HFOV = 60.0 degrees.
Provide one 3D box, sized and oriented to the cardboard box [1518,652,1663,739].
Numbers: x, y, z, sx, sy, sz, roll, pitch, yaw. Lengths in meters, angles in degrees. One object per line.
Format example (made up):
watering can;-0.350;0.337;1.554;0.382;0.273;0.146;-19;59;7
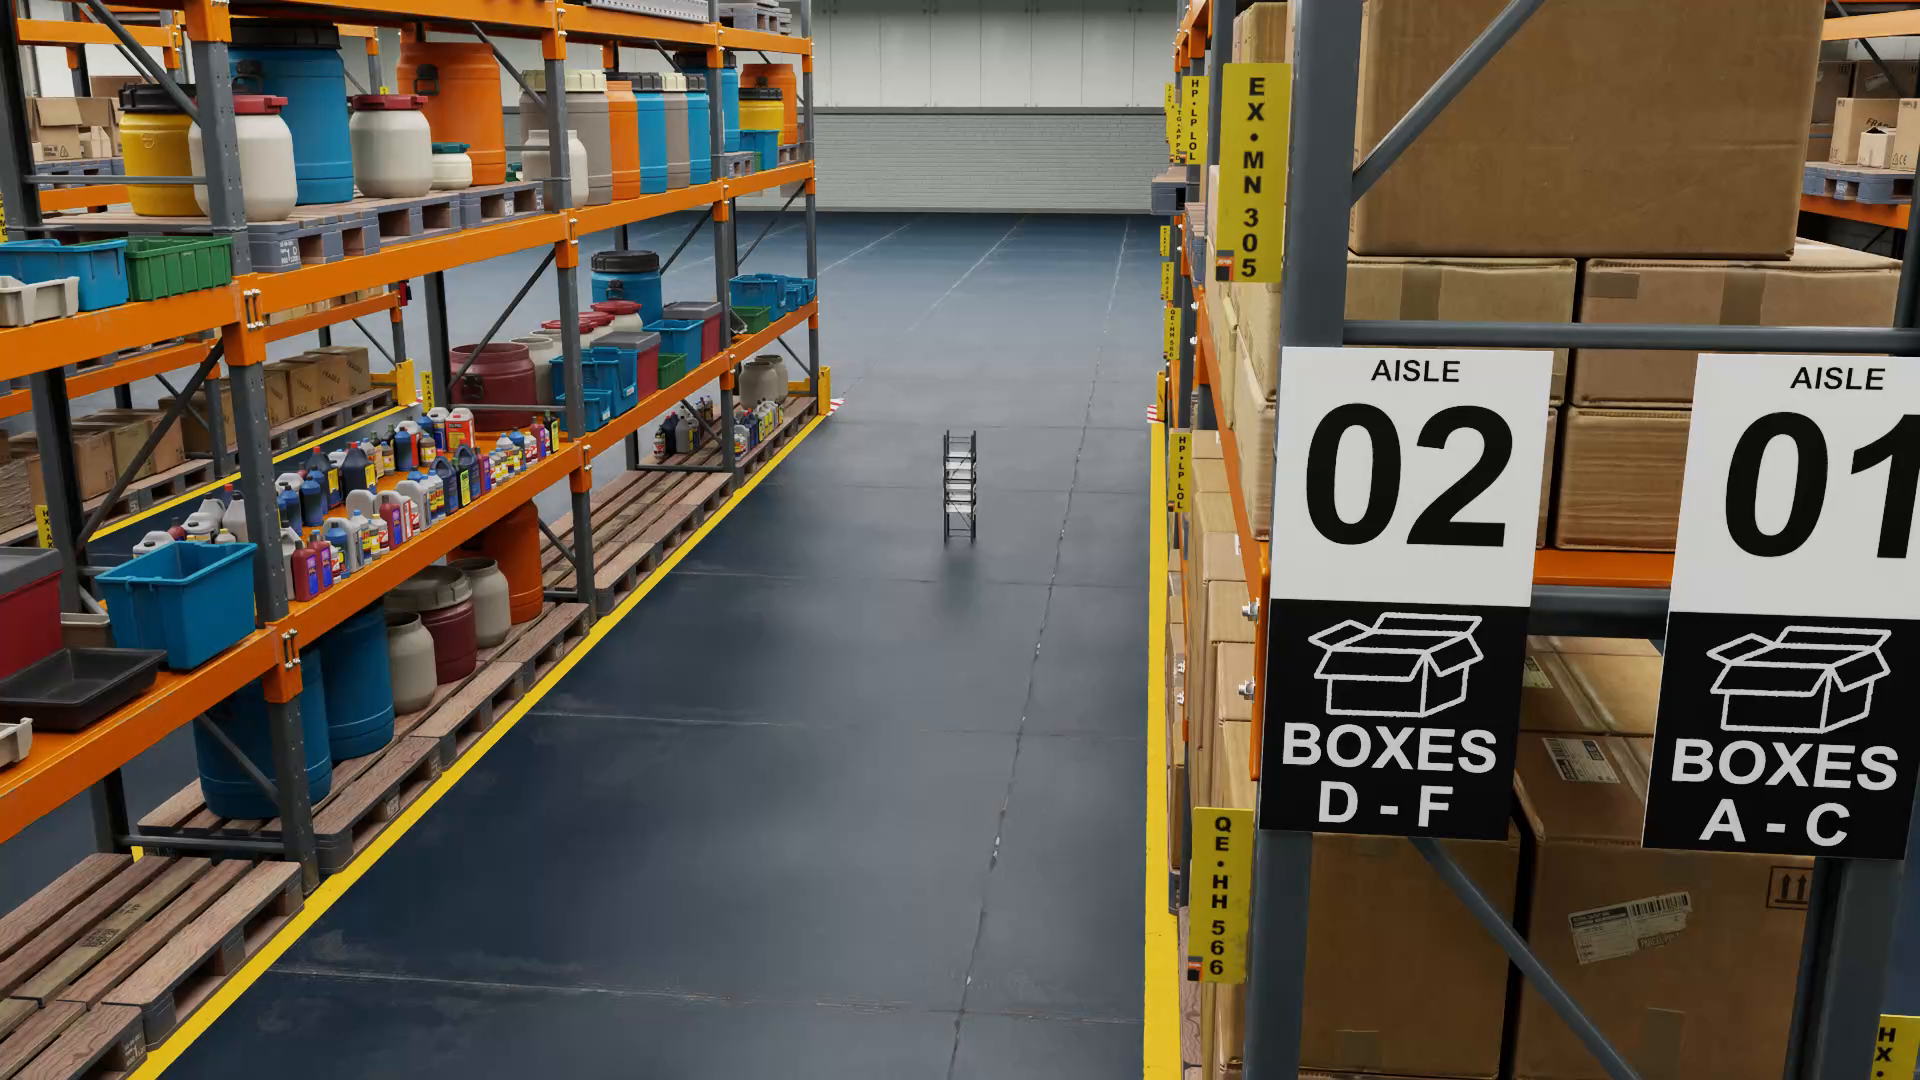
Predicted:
cardboard box;1.357;0.568;3.707;0.500;0.500;0.500;2;15;7

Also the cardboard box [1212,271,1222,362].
cardboard box;1.025;-0.693;5.018;0.500;0.250;0.500;2;15;6

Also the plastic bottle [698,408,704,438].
plastic bottle;-2.602;-1.166;16.589;0.061;0.283;0.133;2;15;6

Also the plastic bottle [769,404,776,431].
plastic bottle;-1.966;-1.262;16.958;0.152;0.276;0.135;1;15;5

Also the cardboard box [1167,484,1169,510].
cardboard box;1.996;-0.416;13.916;0.500;0.250;0.500;2;15;8

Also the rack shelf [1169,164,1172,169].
rack shelf;2.573;-3.390;16.082;1.077;0.370;4.000;2;15;6

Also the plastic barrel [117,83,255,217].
plastic barrel;-3.576;-1.826;7.758;0.600;0.588;0.600;0;15;0

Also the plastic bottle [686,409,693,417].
plastic bottle;-2.708;-1.166;16.601;0.152;0.276;0.135;2;15;7

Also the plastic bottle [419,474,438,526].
plastic bottle;-2.875;-0.218;8.970;0.097;0.271;0.097;0;15;0

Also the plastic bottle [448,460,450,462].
plastic bottle;-2.940;-0.366;9.491;0.061;0.283;0.133;2;15;6

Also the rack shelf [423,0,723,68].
rack shelf;-2.800;-3.754;12.450;1.077;0.370;4.000;2;15;6

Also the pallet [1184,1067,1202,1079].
pallet;1.231;2.146;5.320;1.003;0.211;1.213;2;15;6

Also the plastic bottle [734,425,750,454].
plastic bottle;-2.093;-0.969;15.874;0.152;0.276;0.135;2;15;8

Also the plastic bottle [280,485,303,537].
plastic bottle;-3.514;-0.153;8.729;0.097;0.271;0.097;0;15;0

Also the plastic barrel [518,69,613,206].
plastic barrel;-2.717;-2.776;11.475;0.600;0.901;0.600;0;15;0

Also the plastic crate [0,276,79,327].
plastic crate;-3.242;-0.822;5.713;0.293;0.136;0.466;2;15;6

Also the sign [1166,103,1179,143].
sign;1.795;-3.522;14.051;0.100;0.325;0.005;2;15;6

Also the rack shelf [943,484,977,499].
rack shelf;-0.001;-0.400;13.546;0.258;0.077;0.200;2;15;6

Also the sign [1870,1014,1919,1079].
sign;1.532;0.940;2.780;0.100;0.325;0.005;2;15;6

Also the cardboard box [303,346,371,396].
cardboard box;-7.131;-1.935;19.055;0.500;0.500;0.500;5;16;17

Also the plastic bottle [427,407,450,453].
plastic bottle;-3.396;-0.717;10.805;0.152;0.276;0.135;2;15;6

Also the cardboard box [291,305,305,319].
cardboard box;-7.016;-2.378;17.191;0.380;0.149;0.250;2;15;6

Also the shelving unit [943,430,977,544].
shelving unit;-0.001;-0.432;13.537;0.258;0.900;0.210;2;15;6

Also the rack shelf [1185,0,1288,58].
rack shelf;1.670;-2.570;8.070;1.077;0.370;4.000;2;15;6

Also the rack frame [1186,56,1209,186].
rack frame;1.896;-3.629;9.842;1.000;3.000;0.127;2;15;6

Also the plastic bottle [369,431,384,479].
plastic bottle;-3.534;-0.507;10.015;0.061;0.283;0.133;2;15;6

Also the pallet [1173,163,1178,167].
pallet;2.418;-3.397;14.903;1.003;0.211;1.213;2;15;6

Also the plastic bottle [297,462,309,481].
plastic bottle;-3.633;-0.279;9.173;0.061;0.283;0.133;2;15;6

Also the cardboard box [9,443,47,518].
cardboard box;-7.784;-0.497;13.699;0.700;0.500;0.500;3;15;11

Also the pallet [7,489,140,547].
pallet;-7.717;-0.197;13.988;1.003;0.211;1.213;2;15;6

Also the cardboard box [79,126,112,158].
cardboard box;-7.502;-3.402;14.203;0.396;0.266;0.258;2;15;8

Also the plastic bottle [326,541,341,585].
plastic bottle;-3.002;0.106;7.903;0.097;0.201;0.097;0;15;0

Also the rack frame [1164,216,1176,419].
rack frame;2.798;-2.808;18.298;1.000;3.000;0.127;2;15;6

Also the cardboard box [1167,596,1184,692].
cardboard box;1.445;0.637;9.505;0.500;0.500;0.500;1;15;6

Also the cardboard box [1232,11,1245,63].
cardboard box;1.230;-1.421;5.319;0.700;0.500;0.500;2;15;6

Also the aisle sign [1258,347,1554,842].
aisle sign;0.681;0.096;2.580;0.394;0.787;0.004;2;15;6

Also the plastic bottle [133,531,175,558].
plastic bottle;-3.754;0.106;7.761;0.152;0.276;0.135;2;15;6

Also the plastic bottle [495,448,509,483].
plastic bottle;-2.759;-0.451;9.963;0.097;0.201;0.097;0;15;0

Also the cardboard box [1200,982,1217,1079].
cardboard box;0.828;1.035;3.896;0.500;0.500;0.500;2;15;7

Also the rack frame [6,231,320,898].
rack frame;-3.477;0.158;7.332;1.000;3.000;0.127;2;15;6

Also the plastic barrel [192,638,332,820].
plastic barrel;-3.399;0.828;8.071;0.600;0.901;0.708;2;15;6

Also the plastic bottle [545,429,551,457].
plastic bottle;-2.679;-0.637;10.651;0.097;0.201;0.097;0;15;0

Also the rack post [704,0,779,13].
rack post;-2.310;-5.310;16.206;0.937;0.300;0.954;1;15;5

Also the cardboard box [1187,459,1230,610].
cardboard box;1.054;0.022;5.729;0.500;0.500;0.500;1;15;5

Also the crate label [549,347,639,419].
crate label;-2.645;-1.146;12.087;0.502;0.435;0.616;2;15;6

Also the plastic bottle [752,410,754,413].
plastic bottle;-2.092;-1.225;16.964;0.097;0.201;0.097;0;15;0

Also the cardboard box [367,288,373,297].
cardboard box;-6.900;-2.834;18.878;0.380;0.149;0.250;2;15;6

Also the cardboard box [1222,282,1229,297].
cardboard box;0.964;-0.805;4.474;0.500;0.250;0.500;2;15;6

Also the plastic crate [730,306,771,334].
plastic crate;-2.141;-2.158;16.304;0.450;0.188;0.662;2;15;6

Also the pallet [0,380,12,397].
pallet;-7.972;-1.121;12.428;1.213;0.211;1.003;2;15;6

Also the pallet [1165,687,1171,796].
pallet;1.634;1.122;9.110;1.003;0.211;1.213;2;15;6

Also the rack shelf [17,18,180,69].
rack shelf;-7.721;-3.900;12.989;1.077;0.370;4.000;2;15;6

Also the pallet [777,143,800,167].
pallet;-2.313;-4.100;17.692;1.003;0.211;1.213;2;15;6

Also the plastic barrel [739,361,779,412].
plastic barrel;-2.178;-1.653;17.991;0.421;0.512;0.421;0;15;0

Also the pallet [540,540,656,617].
pallet;-2.900;0.267;12.271;1.003;0.211;1.213;2;15;6

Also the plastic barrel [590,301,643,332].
plastic barrel;-2.900;-1.741;14.093;0.433;0.535;0.433;0;15;0
